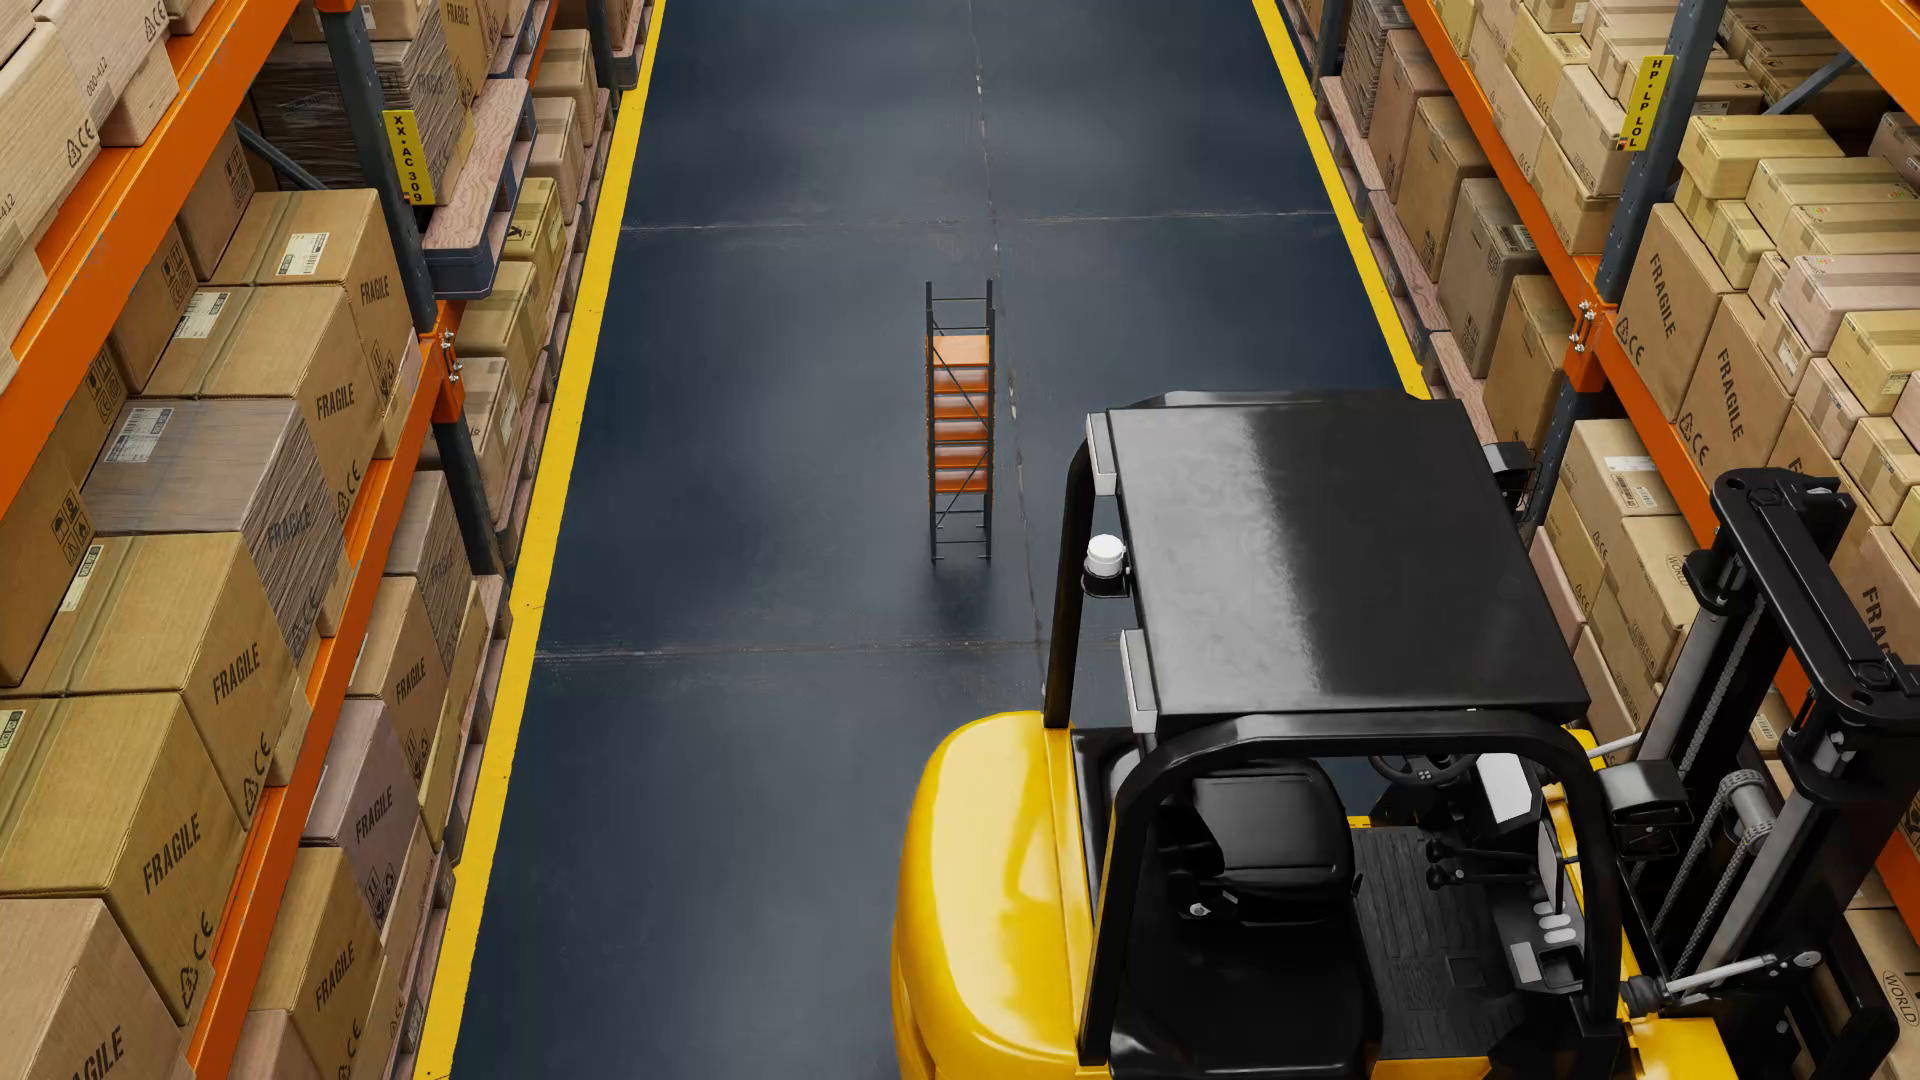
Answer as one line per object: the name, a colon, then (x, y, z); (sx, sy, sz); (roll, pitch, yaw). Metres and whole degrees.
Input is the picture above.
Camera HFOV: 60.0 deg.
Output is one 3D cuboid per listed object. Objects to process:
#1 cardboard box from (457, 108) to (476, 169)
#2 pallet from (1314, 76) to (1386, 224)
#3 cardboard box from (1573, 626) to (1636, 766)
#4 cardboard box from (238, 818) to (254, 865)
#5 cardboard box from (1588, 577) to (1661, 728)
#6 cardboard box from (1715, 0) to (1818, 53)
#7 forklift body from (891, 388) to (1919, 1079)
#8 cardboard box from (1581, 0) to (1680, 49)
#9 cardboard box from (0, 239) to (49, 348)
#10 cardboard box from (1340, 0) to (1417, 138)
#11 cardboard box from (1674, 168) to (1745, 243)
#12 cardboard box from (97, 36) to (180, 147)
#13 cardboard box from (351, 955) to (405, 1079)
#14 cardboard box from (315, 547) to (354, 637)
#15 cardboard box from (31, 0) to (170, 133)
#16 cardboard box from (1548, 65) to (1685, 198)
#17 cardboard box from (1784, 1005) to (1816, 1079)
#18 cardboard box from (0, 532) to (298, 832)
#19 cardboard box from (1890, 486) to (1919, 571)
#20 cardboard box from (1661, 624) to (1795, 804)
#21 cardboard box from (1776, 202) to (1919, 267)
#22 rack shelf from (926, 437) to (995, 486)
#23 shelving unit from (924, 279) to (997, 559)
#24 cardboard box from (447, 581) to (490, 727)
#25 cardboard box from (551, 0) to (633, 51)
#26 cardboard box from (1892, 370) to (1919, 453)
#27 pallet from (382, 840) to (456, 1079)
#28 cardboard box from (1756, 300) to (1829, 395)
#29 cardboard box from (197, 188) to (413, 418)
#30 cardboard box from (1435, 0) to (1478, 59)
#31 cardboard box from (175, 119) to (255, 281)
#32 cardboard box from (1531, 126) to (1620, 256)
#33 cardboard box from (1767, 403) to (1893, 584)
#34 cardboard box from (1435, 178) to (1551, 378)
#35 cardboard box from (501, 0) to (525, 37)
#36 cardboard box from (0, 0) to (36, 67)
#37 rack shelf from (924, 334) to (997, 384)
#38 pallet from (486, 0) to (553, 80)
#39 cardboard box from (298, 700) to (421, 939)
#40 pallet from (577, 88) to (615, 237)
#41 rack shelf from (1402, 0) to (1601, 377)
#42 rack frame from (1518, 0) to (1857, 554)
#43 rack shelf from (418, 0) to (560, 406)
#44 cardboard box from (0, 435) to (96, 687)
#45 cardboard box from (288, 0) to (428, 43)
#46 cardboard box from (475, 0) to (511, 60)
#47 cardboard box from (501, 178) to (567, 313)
cardboard box: (-1.973, -1.463, 6.002); (0.380, 0.149, 0.250); (-1, 43, -1)
pallet: (2.522, -2.111, 8.897); (1.003, 0.211, 1.213); (-2, 43, -2)
cardboard box: (2.423, 0.542, 5.663); (0.500, 0.250, 0.500); (-3, 43, -3)
cardboard box: (-1.918, 0.654, 4.002); (0.380, 0.149, 0.250); (-3, 43, -3)
cardboard box: (2.432, 0.355, 5.497); (0.500, 0.250, 0.500); (-2, 43, -2)
cardboard box: (2.927, -1.866, 6.012); (0.380, 0.149, 0.250); (-2, 43, -2)
forklift body: (0.963, 0.790, 4.296); (2.313, 2.155, 1.214); (-2, 43, -2)
cardboard box: (2.473, -1.836, 5.979); (0.380, 0.149, 0.250); (-2, 43, -2)
cardboard box: (-1.893, -0.445, 2.982); (0.380, 0.149, 0.250); (-3, 43, -3)
cardboard box: (2.539, -2.553, 8.763); (0.875, 0.625, 0.625); (0, 43, 0)
cardboard box: (2.447, -1.048, 5.120); (0.380, 0.149, 0.250); (-2, 43, -2)
cardboard box: (-1.915, -0.964, 3.548); (0.380, 0.149, 0.250); (-1, 43, -1)
cardboard box: (-1.901, 1.444, 4.679); (0.500, 0.250, 0.500); (1, 43, 1)
cardboard box: (-1.898, 0.136, 4.567); (0.380, 0.149, 0.250); (-2, 43, -2)
cardboard box: (-1.946, -1.034, 3.329); (0.500, 0.250, 0.500); (-2, 43, -2)
cardboard box: (2.420, -1.448, 5.851); (0.500, 0.250, 0.500); (-2, 43, -3)
cardboard box: (2.480, 1.373, 4.386); (0.500, 0.250, 0.500); (-3, 43, -3)
cardboard box: (-1.914, 0.339, 3.866); (0.500, 0.500, 0.500); (-2, 43, -3)
cardboard box: (2.493, -0.004, 3.980); (0.380, 0.149, 0.250); (-2, 43, -3)
cardboard box: (2.447, 0.512, 4.956); (0.500, 0.250, 0.500); (0, 43, 0)
cardboard box: (2.534, -0.811, 4.641); (0.380, 0.149, 0.250); (-2, 43, -3)
rack shelf: (0.001, -0.311, 6.445); (0.258, 0.103, 0.180); (-2, 43, -2)
shelving unit: (0.001, -0.433, 6.334); (0.258, 1.200, 0.189); (-2, 43, -2)
cardboard box: (-1.969, 0.400, 5.818); (0.500, 0.250, 0.500); (0, 43, 0)
cardboard box: (-2.379, -3.391, 9.491); (0.875, 0.875, 0.875); (-2, 43, -2)
cardboard box: (2.547, -0.290, 4.072); (0.380, 0.149, 0.250); (-2, 43, -2)
pallet: (-2.144, 1.456, 5.006); (1.003, 0.211, 1.213); (-2, 43, -2)
cardboard box: (2.435, -0.530, 4.554); (0.380, 0.149, 0.250); (-1, 43, -1)
cardboard box: (-1.996, -0.704, 5.004); (0.500, 0.500, 0.500); (-3, 43, -3)
cardboard box: (2.366, -2.296, 7.146); (0.500, 0.250, 0.500); (0, 43, 0)
cardboard box: (-2.461, -1.062, 4.655); (0.700, 0.500, 0.500); (-2, 43, -2)
cardboard box: (2.413, -1.273, 6.029); (0.500, 0.250, 0.500); (-1, 43, -1)
cardboard box: (2.515, -0.032, 4.491); (0.500, 0.500, 0.500); (-2, 43, -2)
cardboard box: (2.637, -1.151, 7.232); (0.875, 0.625, 0.625); (-2, 43, -2)
cardboard box: (-1.998, -2.175, 6.778); (0.380, 0.149, 0.250); (0, 43, 0)
cardboard box: (-1.870, -0.906, 2.894); (0.380, 0.149, 0.250); (-1, 43, -1)
rack shelf: (0.001, -0.665, 6.121); (0.258, 0.103, 0.180); (-2, 43, -2)
pallet: (-2.308, -2.145, 7.012); (1.003, 0.211, 1.213); (-2, 43, -2)
cardboard box: (-1.924, 0.812, 4.814); (0.500, 0.500, 0.500); (0, 43, 0)
pallet: (-2.401, -1.995, 8.770); (1.003, 0.211, 1.213); (-2, 43, -2)
rack shelf: (2.611, -2.080, 7.332); (1.077, 0.370, 4.000); (-2, 43, -2)
rack frame: (2.696, -0.995, 5.616); (1.000, 3.000, 0.127); (-2, 43, -2)
rack shelf: (-2.348, -1.935, 7.174); (1.077, 0.370, 4.000); (-2, 43, -2)
cardboard box: (-2.354, -0.028, 3.526); (0.700, 0.500, 0.500); (-2, 43, -2)
cardboard box: (-1.930, -1.718, 5.320); (0.380, 0.149, 0.250); (-2, 43, -2)
cardboard box: (-2.026, -2.149, 6.269); (0.500, 0.500, 0.500); (-2, 43, -2)
cardboard box: (-2.353, -1.345, 7.631); (0.950, 0.372, 0.625); (0, 43, 0)
